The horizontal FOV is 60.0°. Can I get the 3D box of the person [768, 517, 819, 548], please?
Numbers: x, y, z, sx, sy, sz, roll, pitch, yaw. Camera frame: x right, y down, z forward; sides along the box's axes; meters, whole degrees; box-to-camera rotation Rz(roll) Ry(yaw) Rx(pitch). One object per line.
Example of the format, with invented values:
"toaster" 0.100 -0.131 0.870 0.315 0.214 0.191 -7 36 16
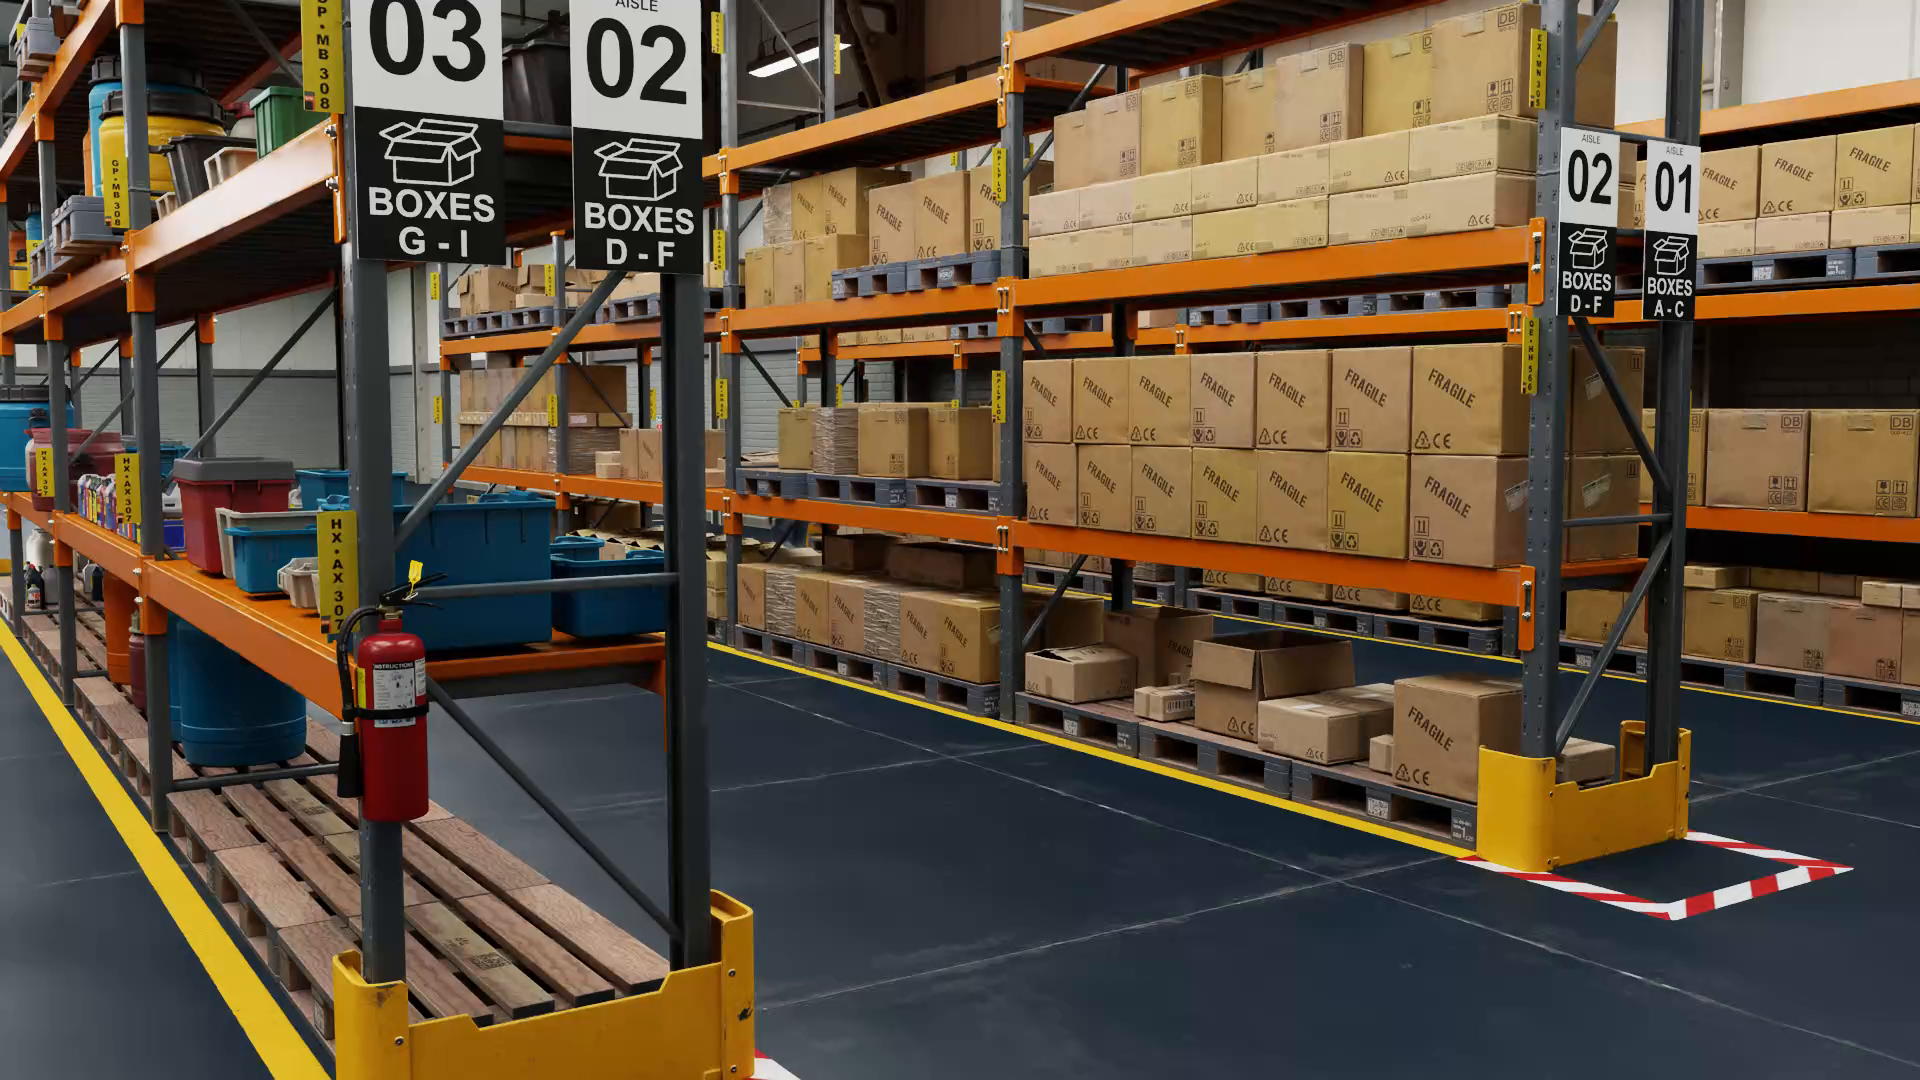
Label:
"person" -1.805 -0.347 18.202 0.586 1.753 0.647 -2 5 -25
